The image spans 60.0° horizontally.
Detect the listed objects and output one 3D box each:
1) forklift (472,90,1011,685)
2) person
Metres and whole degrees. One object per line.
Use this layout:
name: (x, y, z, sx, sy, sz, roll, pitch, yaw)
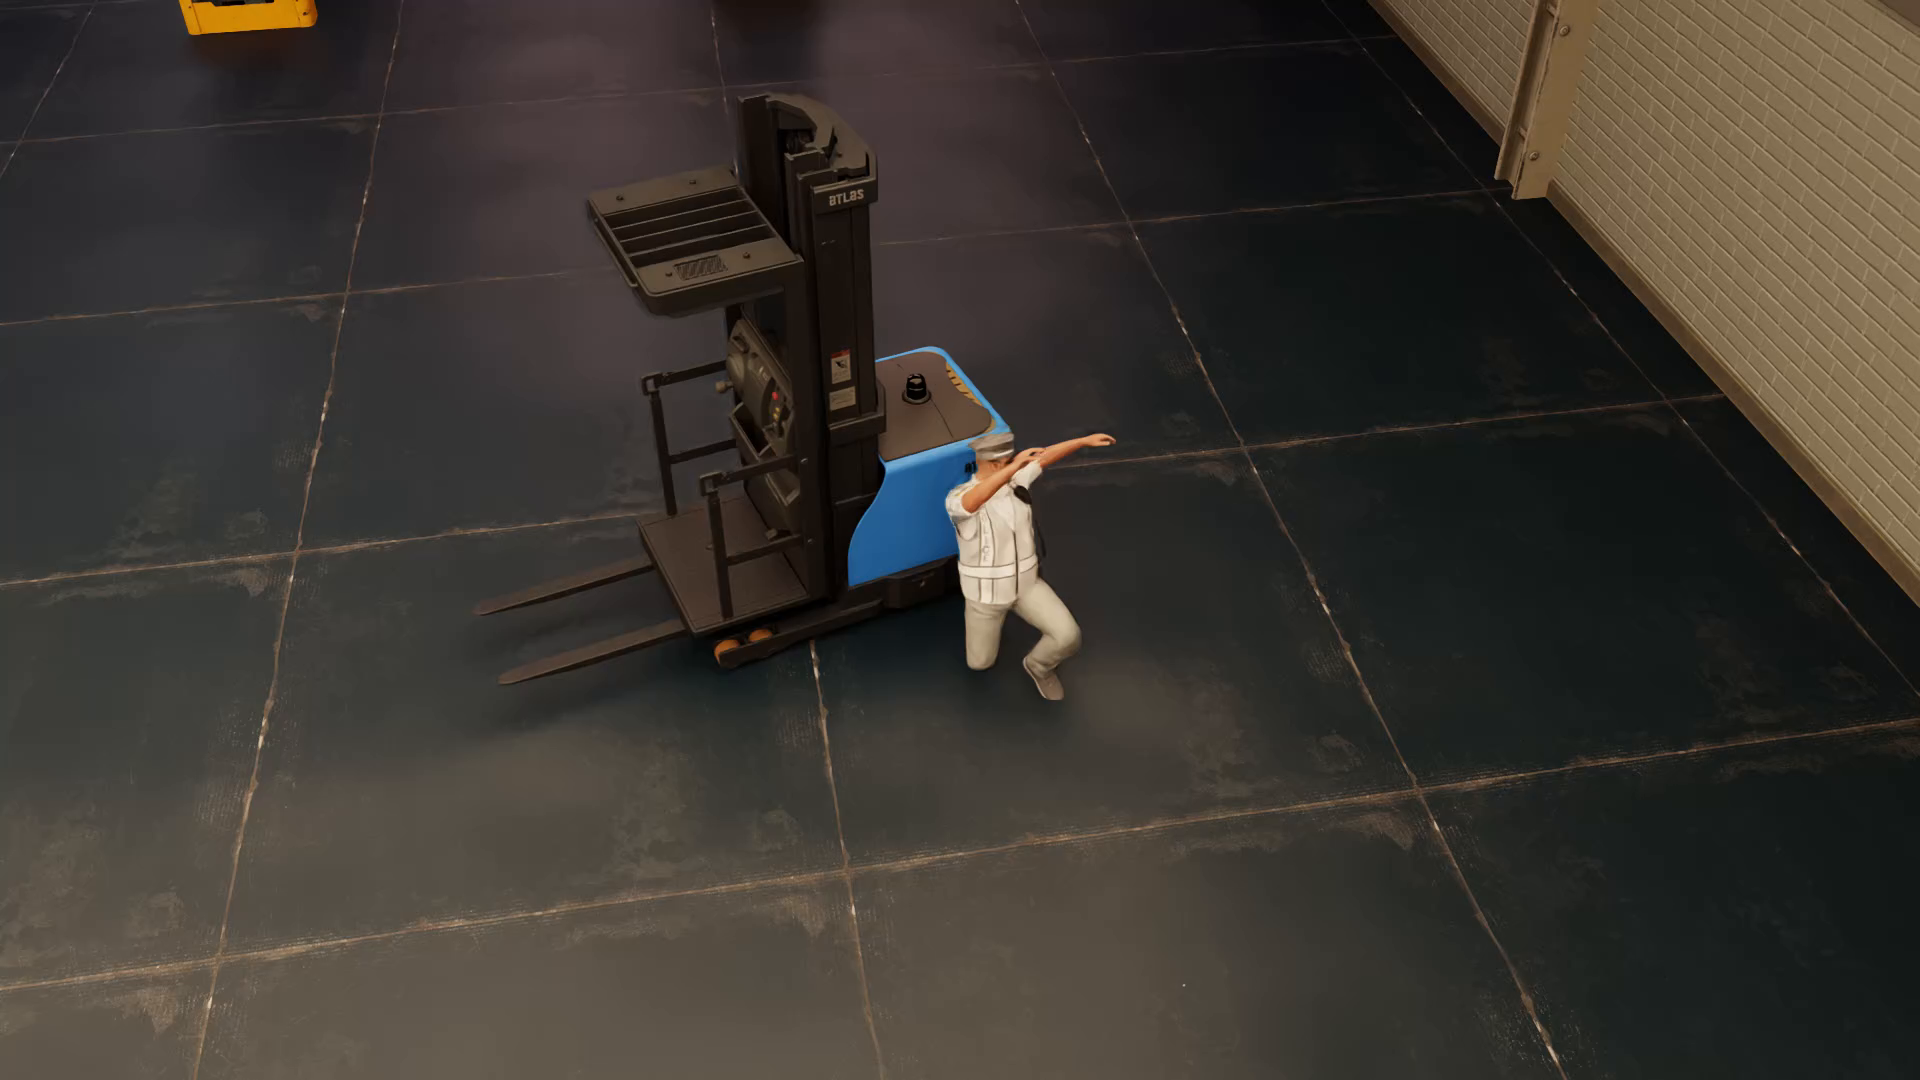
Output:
forklift: (-1.255, -0.786, 8.882, 3.031, 2.935, 1.130, -17, 43, -19)
person: (0.500, 0.098, 8.939, 1.107, 1.601, 0.863, -19, 44, -21)
